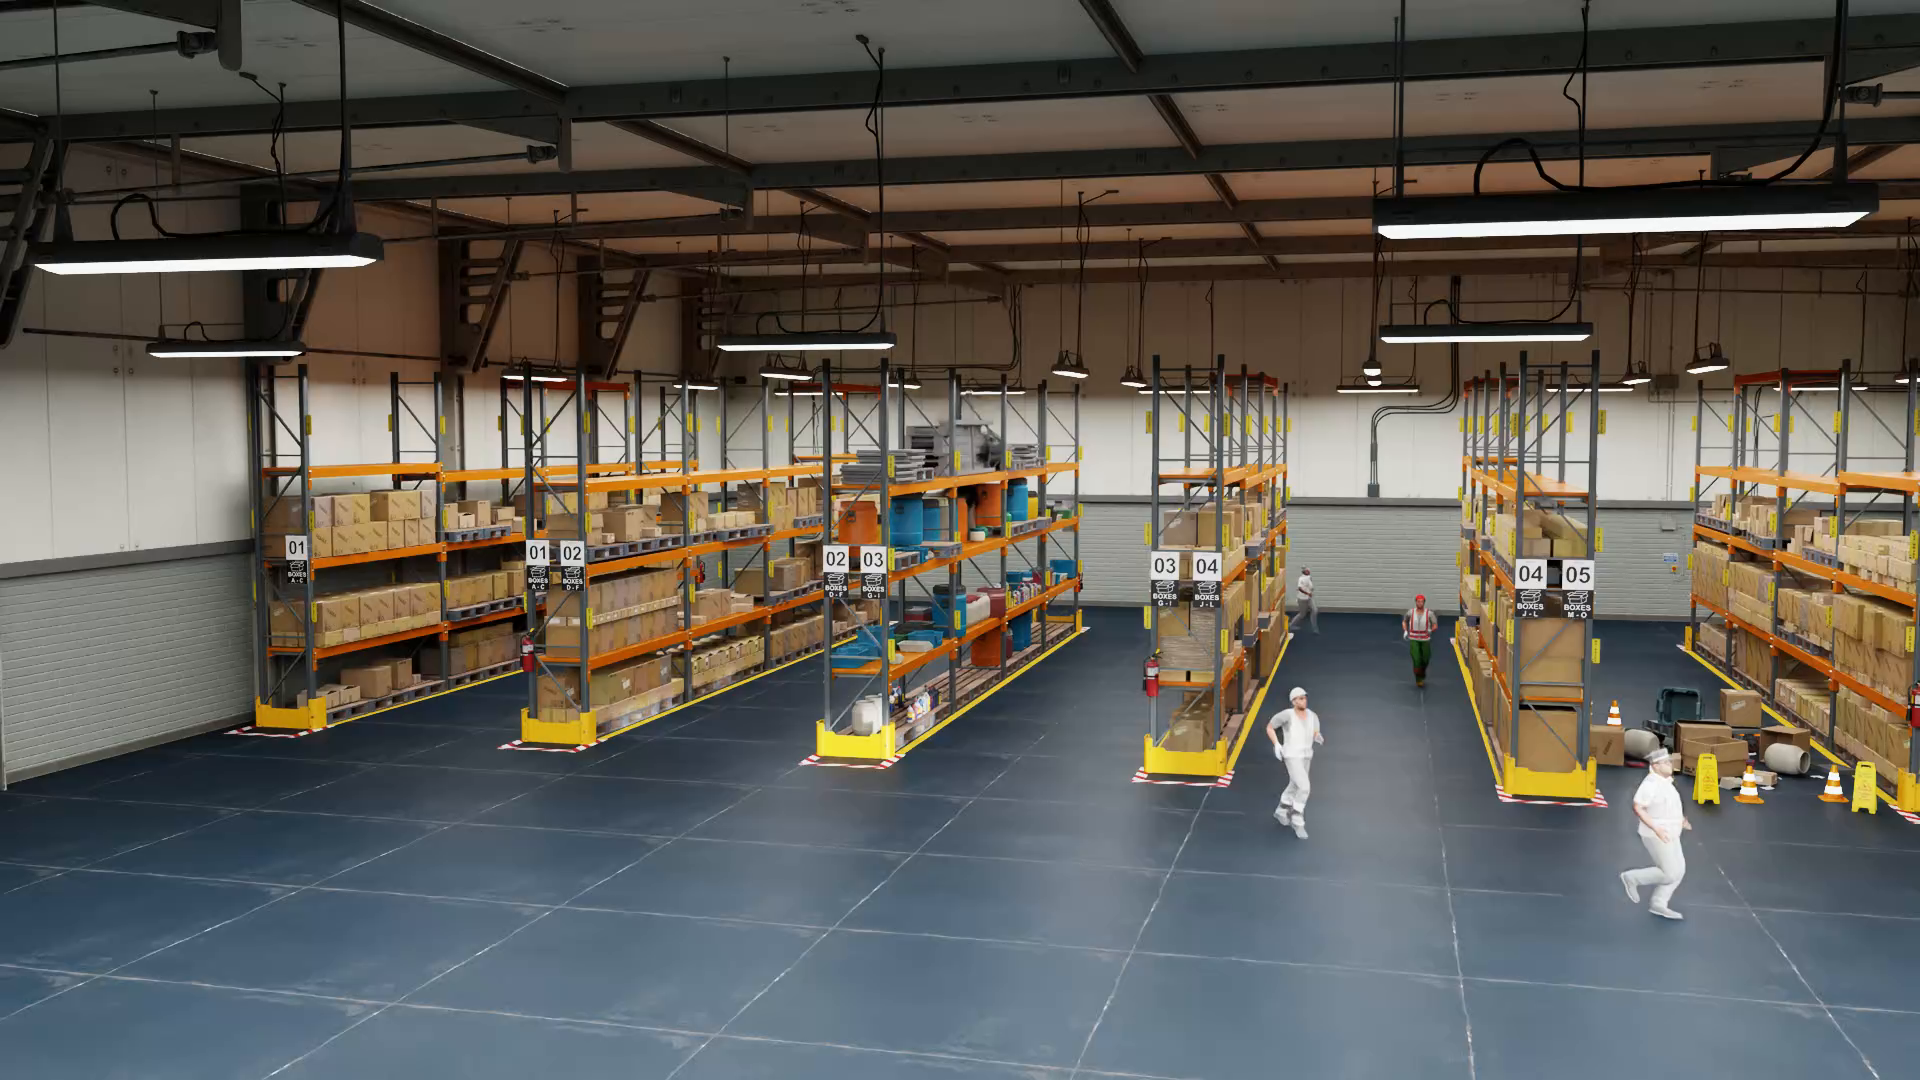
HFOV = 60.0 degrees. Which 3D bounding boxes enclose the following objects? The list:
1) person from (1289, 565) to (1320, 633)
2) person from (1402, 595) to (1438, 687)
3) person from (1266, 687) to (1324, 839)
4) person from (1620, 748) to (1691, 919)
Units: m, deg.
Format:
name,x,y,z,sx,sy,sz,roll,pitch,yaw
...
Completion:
name,x,y,z,sx,sy,sz,roll,pitch,yaw
person,8.274,1.450,40.095,0.780,1.727,0.616,2,5,32
person,8.836,1.920,31.969,0.657,1.755,0.760,1,4,15
person,4.132,2.707,20.391,0.636,1.837,0.772,-2,5,-30
person,7.105,2.971,16.961,0.602,1.742,0.664,3,5,41
